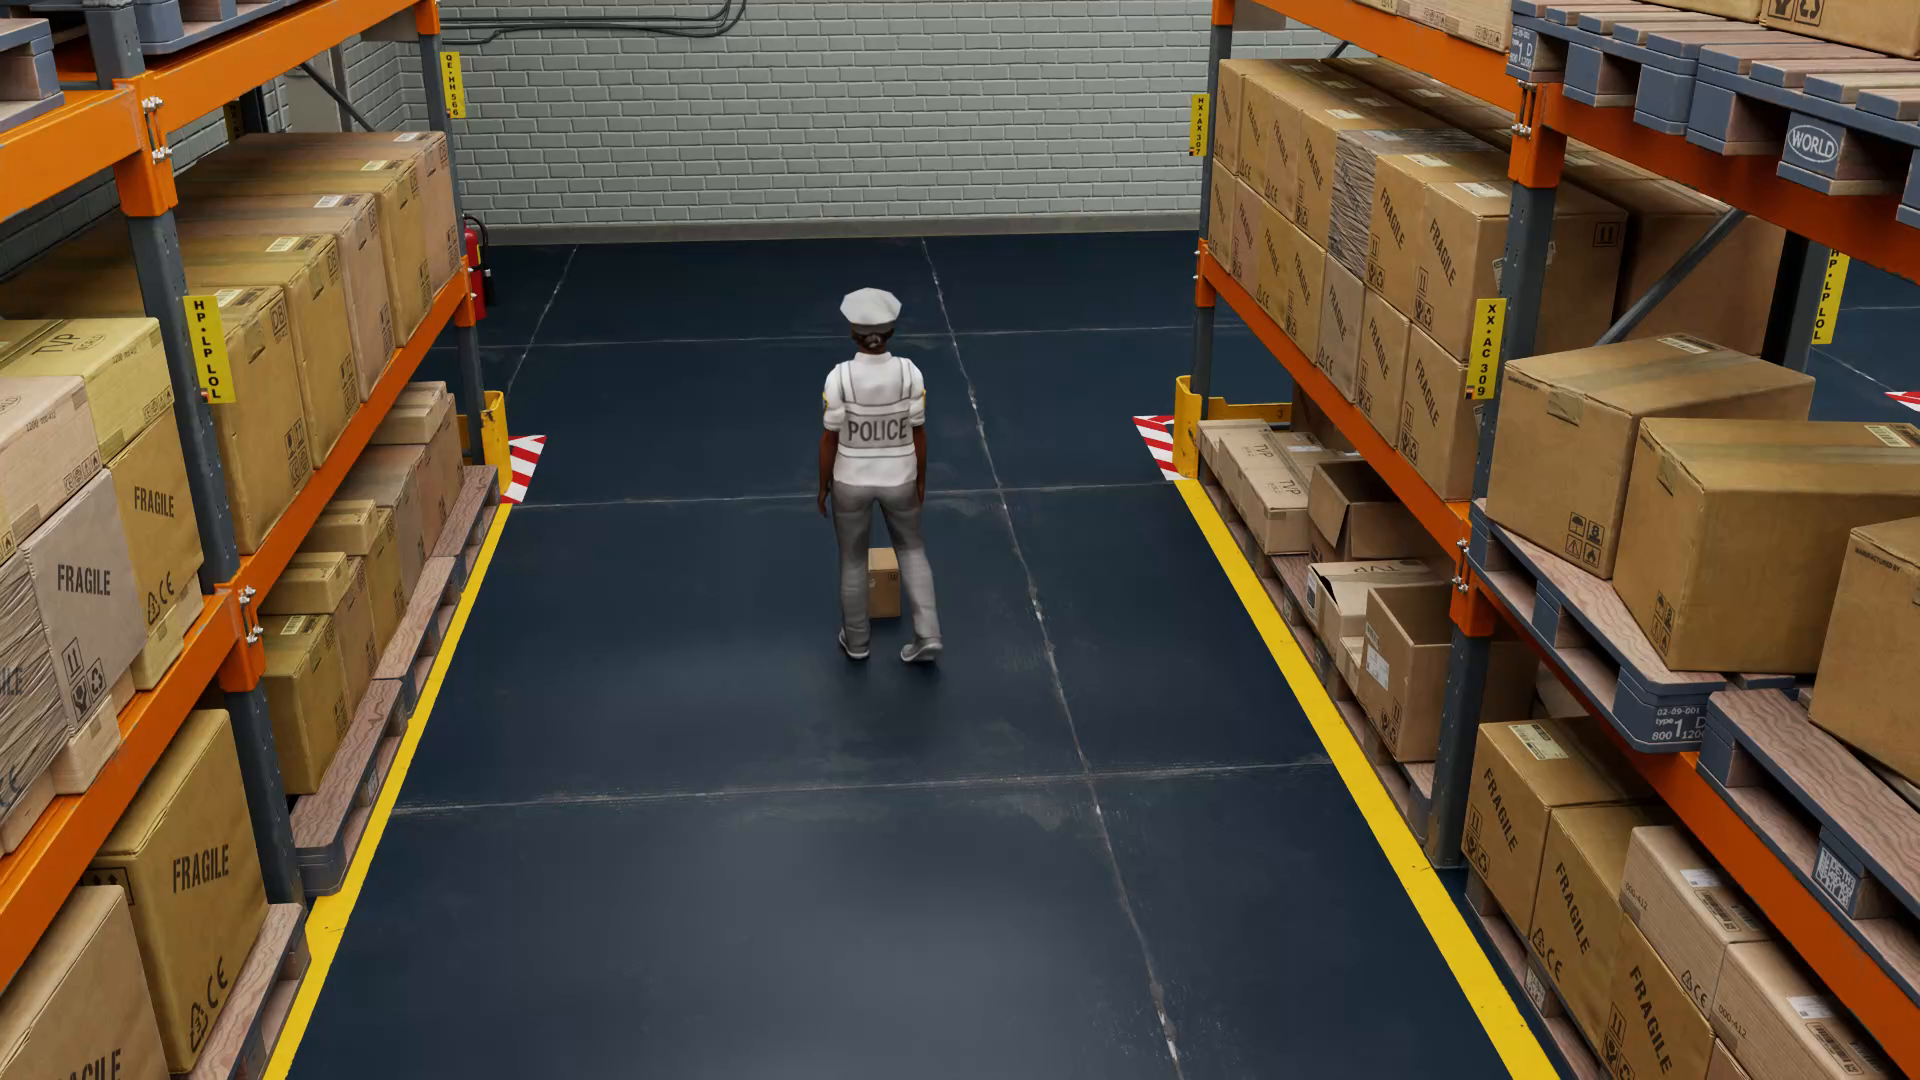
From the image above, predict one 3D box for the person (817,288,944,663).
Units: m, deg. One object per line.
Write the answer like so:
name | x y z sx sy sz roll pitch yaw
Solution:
person | -0.359 -0.249 7.149 0.510 1.702 0.465 -5 24 -10
